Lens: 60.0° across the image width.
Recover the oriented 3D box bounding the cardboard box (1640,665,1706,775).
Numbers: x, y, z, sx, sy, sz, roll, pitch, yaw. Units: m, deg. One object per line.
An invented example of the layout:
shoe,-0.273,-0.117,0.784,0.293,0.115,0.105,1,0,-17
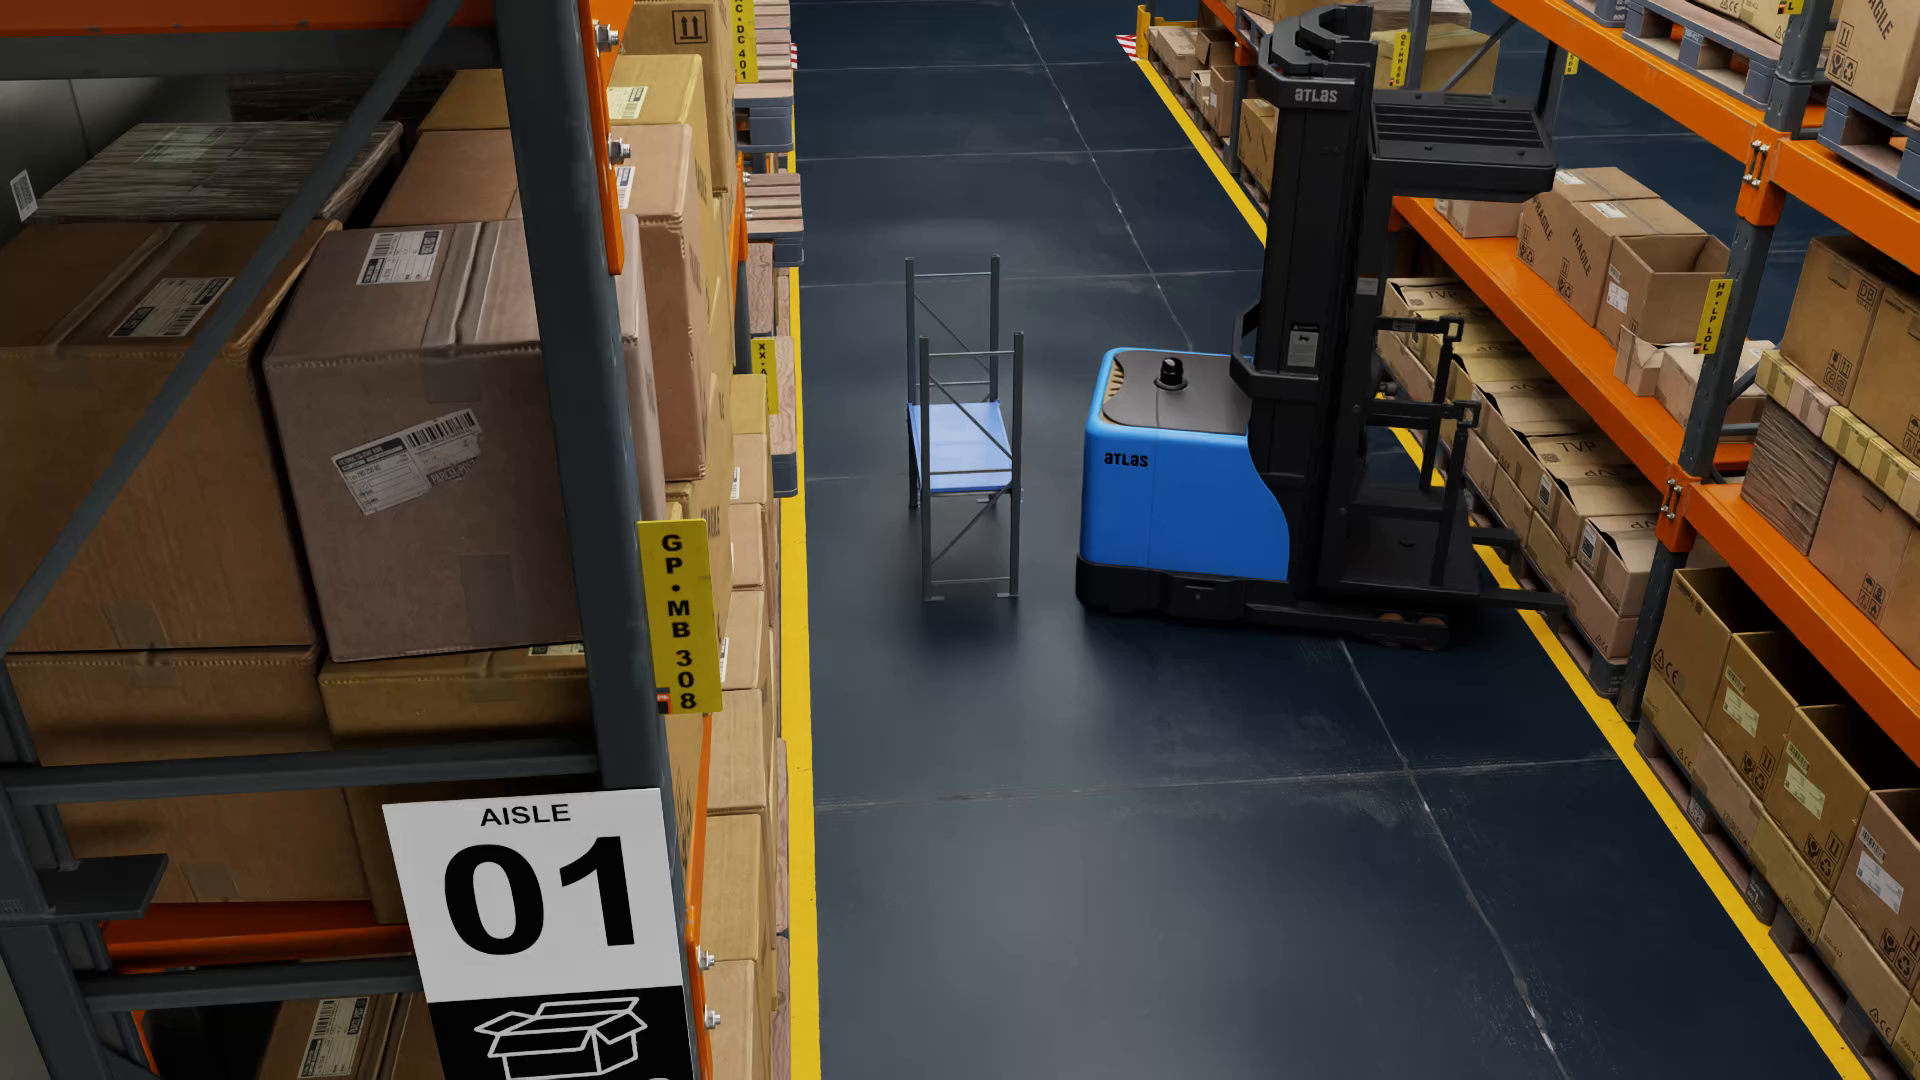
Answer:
cardboard box,3.361,0.773,7.303,0.500,0.250,0.500,-3,31,-5

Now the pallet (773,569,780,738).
pallet,-1.386,0.560,8.106,1.003,0.211,1.213,-3,31,-5

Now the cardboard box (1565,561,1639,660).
cardboard box,3.292,0.324,8.055,0.500,0.250,0.500,-3,31,-5

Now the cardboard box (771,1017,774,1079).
cardboard box,-0.730,1.330,4.225,0.500,0.250,0.500,-4,31,-6

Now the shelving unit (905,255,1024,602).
shelving unit,0.008,-0.600,8.792,0.538,1.500,1.048,-3,31,-5

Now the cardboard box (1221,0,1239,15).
cardboard box,2.570,-4.849,14.346,0.500,0.500,0.500,-2,31,-4

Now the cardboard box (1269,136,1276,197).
cardboard box,2.775,-2.893,13.177,0.500,0.500,0.500,-2,31,-4

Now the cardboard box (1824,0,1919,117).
cardboard box,3.404,-1.780,5.736,0.500,0.500,0.500,0,31,-1

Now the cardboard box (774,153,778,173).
cardboard box,-1.783,-2.802,12.703,0.750,0.750,0.750,-2,31,-3

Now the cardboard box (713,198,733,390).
cardboard box,-0.859,-0.533,4.174,0.500,0.500,0.500,-1,31,-2

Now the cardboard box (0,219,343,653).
cardboard box,-1.239,-0.173,2.598,0.500,0.500,0.500,-1,31,-2

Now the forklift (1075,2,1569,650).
forklift,2.167,-1.002,8.069,3.031,2.935,1.130,5,31,9

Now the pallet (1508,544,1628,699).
pallet,3.512,0.344,8.468,1.003,0.211,1.213,-3,31,-5

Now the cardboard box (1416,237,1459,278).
cardboard box,3.488,-1.883,11.486,0.500,0.500,0.500,-1,31,-2

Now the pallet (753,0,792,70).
pallet,-1.363,-2.296,7.427,1.213,0.211,1.003,-3,31,-5

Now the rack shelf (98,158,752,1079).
rack shelf,-1.125,-0.197,4.432,1.077,0.370,4.000,-3,31,-5

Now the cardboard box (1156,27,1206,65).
cardboard box,2.314,-5.067,17.061,0.500,0.250,0.500,-3,31,-5

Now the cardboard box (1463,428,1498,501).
cardboard box,3.153,-0.456,9.360,0.500,0.250,0.500,-2,31,-4

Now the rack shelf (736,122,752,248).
rack shelf,-1.499,-2.240,7.851,1.077,0.370,4.000,-3,31,-5

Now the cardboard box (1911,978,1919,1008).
cardboard box,3.539,1.472,5.401,0.500,0.500,0.500,-3,31,-5

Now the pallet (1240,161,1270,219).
pallet,2.986,-2.953,13.987,1.003,0.211,1.213,-3,31,-5

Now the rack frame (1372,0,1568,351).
rack frame,3.246,-2.521,10.545,1.000,3.000,0.127,-3,31,-5

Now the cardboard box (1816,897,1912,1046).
cardboard box,3.497,1.539,6.021,0.500,0.250,0.500,-3,31,-5

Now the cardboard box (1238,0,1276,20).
cardboard box,2.694,-4.534,13.408,0.700,0.500,0.500,-13,33,-21

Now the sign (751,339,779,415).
sign,-0.772,-0.641,6.554,0.100,0.325,0.005,-3,31,-5

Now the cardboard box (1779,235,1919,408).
cardboard box,3.668,-0.852,6.389,0.700,0.500,0.500,-3,31,-4

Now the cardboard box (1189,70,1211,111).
cardboard box,2.467,-4.258,15.646,0.500,0.311,0.500,-3,31,-5

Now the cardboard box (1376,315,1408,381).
cardboard box,3.003,-1.239,10.672,0.500,0.250,0.500,-3,31,-5

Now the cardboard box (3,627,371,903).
cardboard box,-1.229,0.262,2.843,0.500,0.500,0.500,-1,31,-1

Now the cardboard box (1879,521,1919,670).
cardboard box,3.766,0.230,5.843,0.700,0.500,0.500,-2,31,-4

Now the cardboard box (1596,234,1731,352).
cardboard box,3.515,-1.184,8.209,0.500,0.500,0.500,-1,31,-1

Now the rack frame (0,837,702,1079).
rack frame,-0.938,1.803,3.307,1.000,3.000,0.127,-3,31,-5

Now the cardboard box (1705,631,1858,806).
cardboard box,3.406,0.706,6.683,0.500,0.500,0.500,-3,31,-5

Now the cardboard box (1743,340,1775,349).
cardboard box,3.741,-0.833,7.965,0.380,0.149,0.250,-3,31,-5

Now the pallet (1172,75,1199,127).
pallet,2.692,-4.341,16.312,1.003,0.211,1.213,-3,31,-5

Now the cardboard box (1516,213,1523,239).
cardboard box,3.421,-1.765,9.524,0.380,0.149,0.250,-1,31,-1

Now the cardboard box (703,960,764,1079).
cardboard box,-0.683,1.278,3.580,0.500,0.500,0.500,-3,31,-5

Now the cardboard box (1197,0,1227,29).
cardboard box,2.795,-5.455,17.467,0.500,0.500,0.500,-3,31,-5

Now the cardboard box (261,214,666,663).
cardboard box,-0.732,-0.174,2.599,0.500,0.500,0.500,-5,31,-8

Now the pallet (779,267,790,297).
pallet,-1.795,-2.112,12.580,1.003,0.211,1.213,-3,31,-5

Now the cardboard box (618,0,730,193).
cardboard box,-0.874,-1.220,4.350,0.500,0.500,0.500,-4,31,-6

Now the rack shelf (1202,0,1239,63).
rack shelf,2.685,-5.275,15.858,1.077,0.370,4.000,-3,31,-5

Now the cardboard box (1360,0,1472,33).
cardboard box,3.180,-3.536,11.738,0.700,0.500,0.500,3,31,5

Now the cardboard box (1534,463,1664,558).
cardboard box,3.242,-0.178,8.347,0.500,0.311,0.500,-2,31,-3

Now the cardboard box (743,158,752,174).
cardboard box,-1.486,-2.362,10.504,0.380,0.149,0.250,-3,31,-5

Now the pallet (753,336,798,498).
pallet,-1.238,-0.554,7.440,1.003,0.211,1.213,-3,31,-5

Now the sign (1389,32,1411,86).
sign,2.707,-2.953,10.217,0.100,0.325,0.005,-3,31,-5

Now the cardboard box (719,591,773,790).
cardboard box,-0.822,0.499,4.886,0.500,0.500,0.500,-2,31,-3

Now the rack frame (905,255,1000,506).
rack frame,-0.040,-0.860,9.227,0.500,1.500,0.032,-3,31,-5

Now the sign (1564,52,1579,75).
sign,3.798,-3.046,10.296,0.100,0.325,0.005,-3,31,-5

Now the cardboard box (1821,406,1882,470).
cardboard box,3.502,-0.394,6.254,0.380,0.149,0.250,-4,31,-6

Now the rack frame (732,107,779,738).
rack frame,-1.312,-0.240,6.726,1.000,3.000,0.127,-3,31,-5

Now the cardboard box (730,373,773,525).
cardboard box,-0.960,-0.279,6.188,0.500,0.500,0.500,-3,31,-5

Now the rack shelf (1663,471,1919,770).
rack shelf,3.807,0.851,5.601,1.077,0.370,4.000,-3,31,-5

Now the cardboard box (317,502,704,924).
cardboard box,-0.720,0.281,2.813,0.500,0.500,0.500,-2,31,-3

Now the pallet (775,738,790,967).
pallet,-1.214,1.299,6.870,1.003,0.211,1.213,-3,31,-5

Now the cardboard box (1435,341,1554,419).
cardboard box,3.105,-0.952,9.643,0.500,0.311,0.500,-4,31,-6

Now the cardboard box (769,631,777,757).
cardboard box,-0.865,0.554,5.523,0.500,0.250,0.500,-3,31,-5
